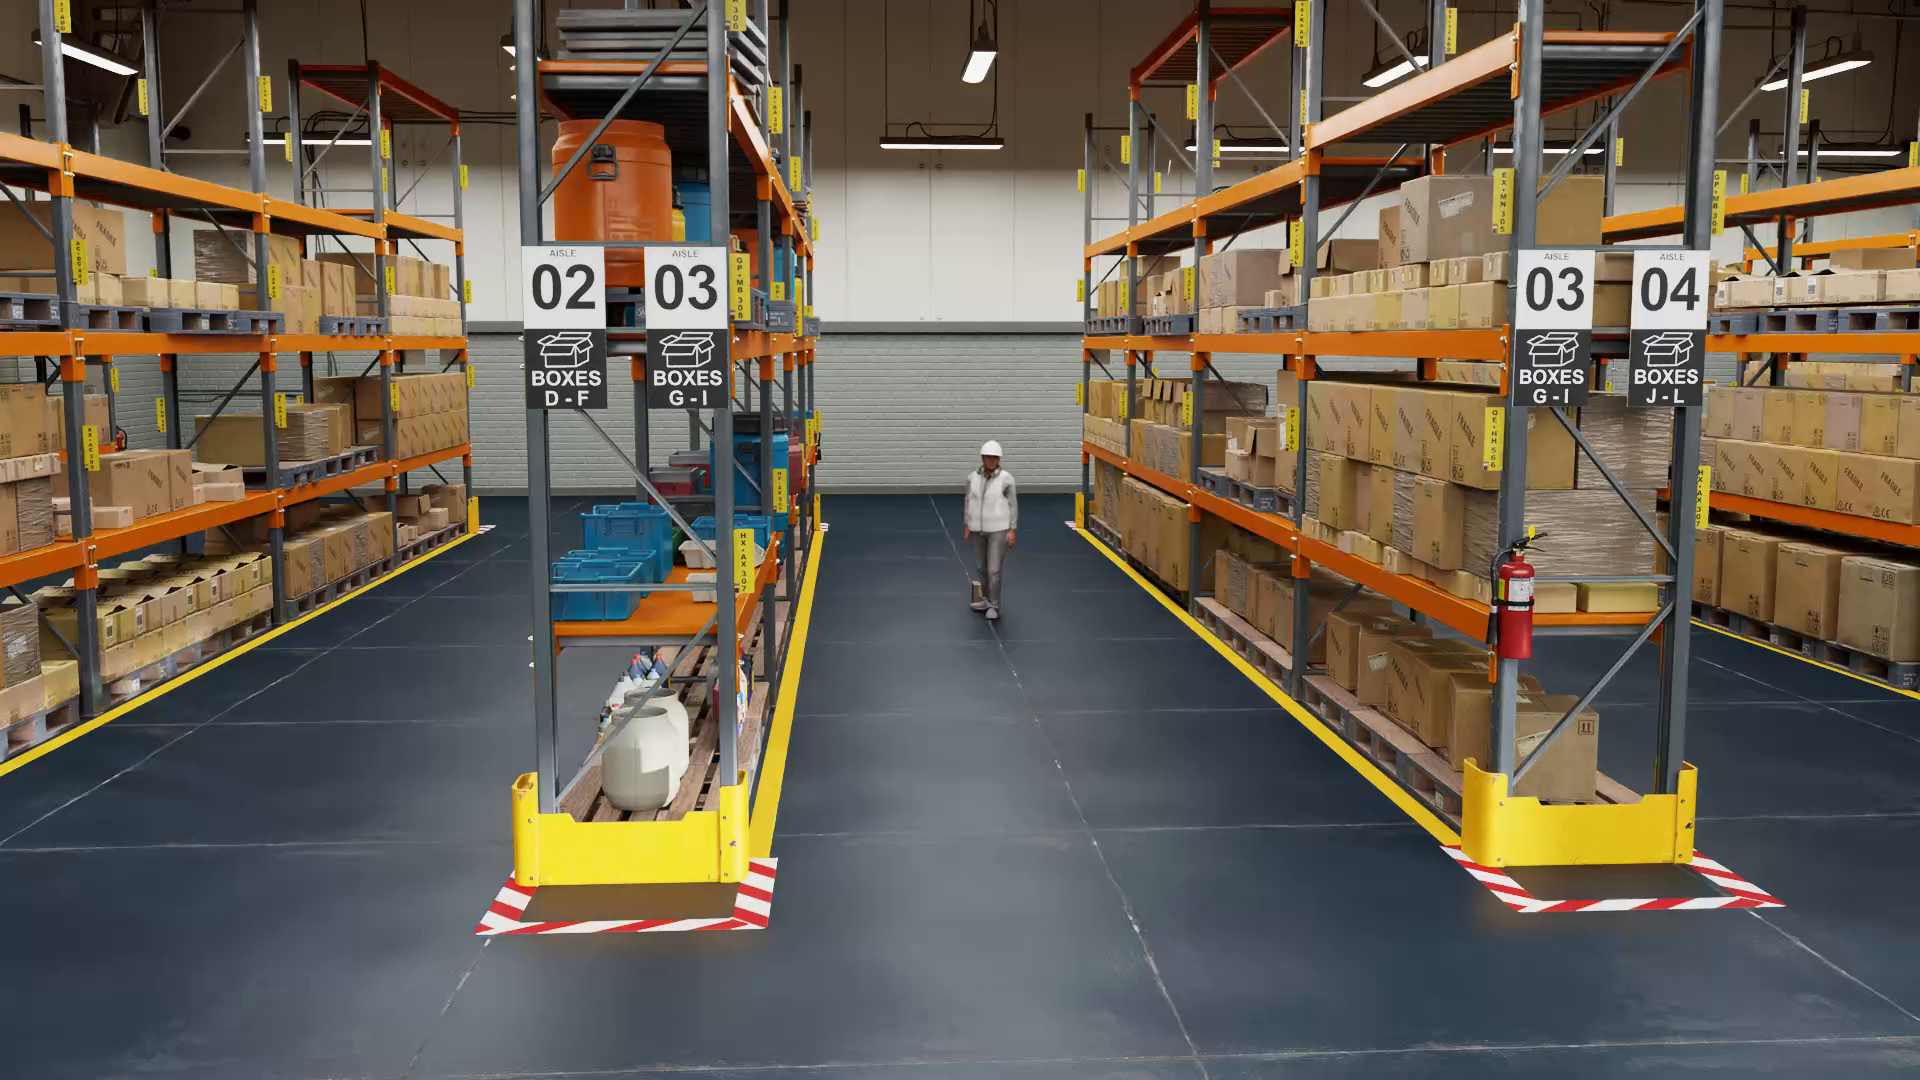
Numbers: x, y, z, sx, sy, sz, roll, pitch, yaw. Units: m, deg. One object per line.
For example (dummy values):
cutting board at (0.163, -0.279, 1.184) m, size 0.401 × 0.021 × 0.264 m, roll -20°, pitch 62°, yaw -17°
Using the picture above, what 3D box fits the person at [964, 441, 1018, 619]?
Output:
person at (0.315, -0.114, 16.613) m, size 0.562 × 1.759 × 0.563 m, roll 3°, pitch 8°, yaw 26°
